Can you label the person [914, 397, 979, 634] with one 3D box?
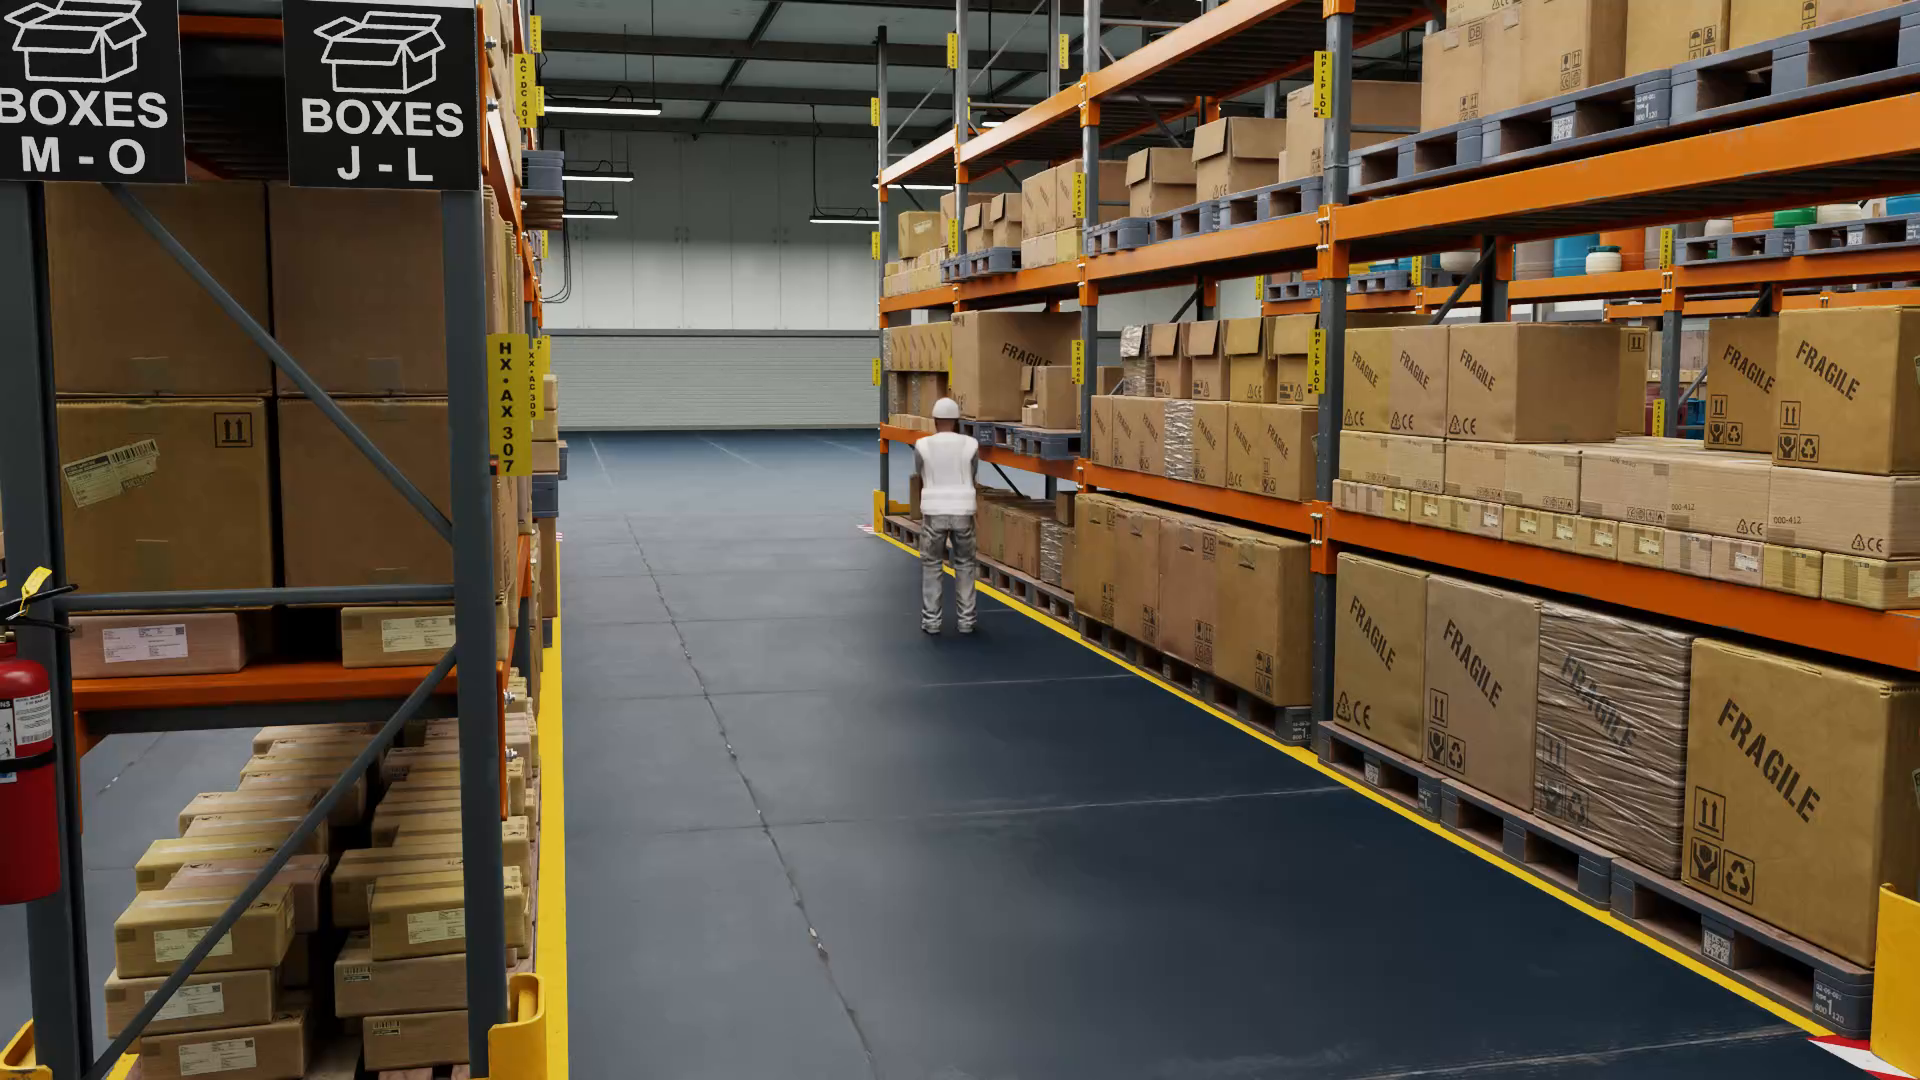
[{"bbox_3d":[-0.108,-0.196,12.665,0.491,1.778,0.587,-1,6,-5],"label":"person"}]
